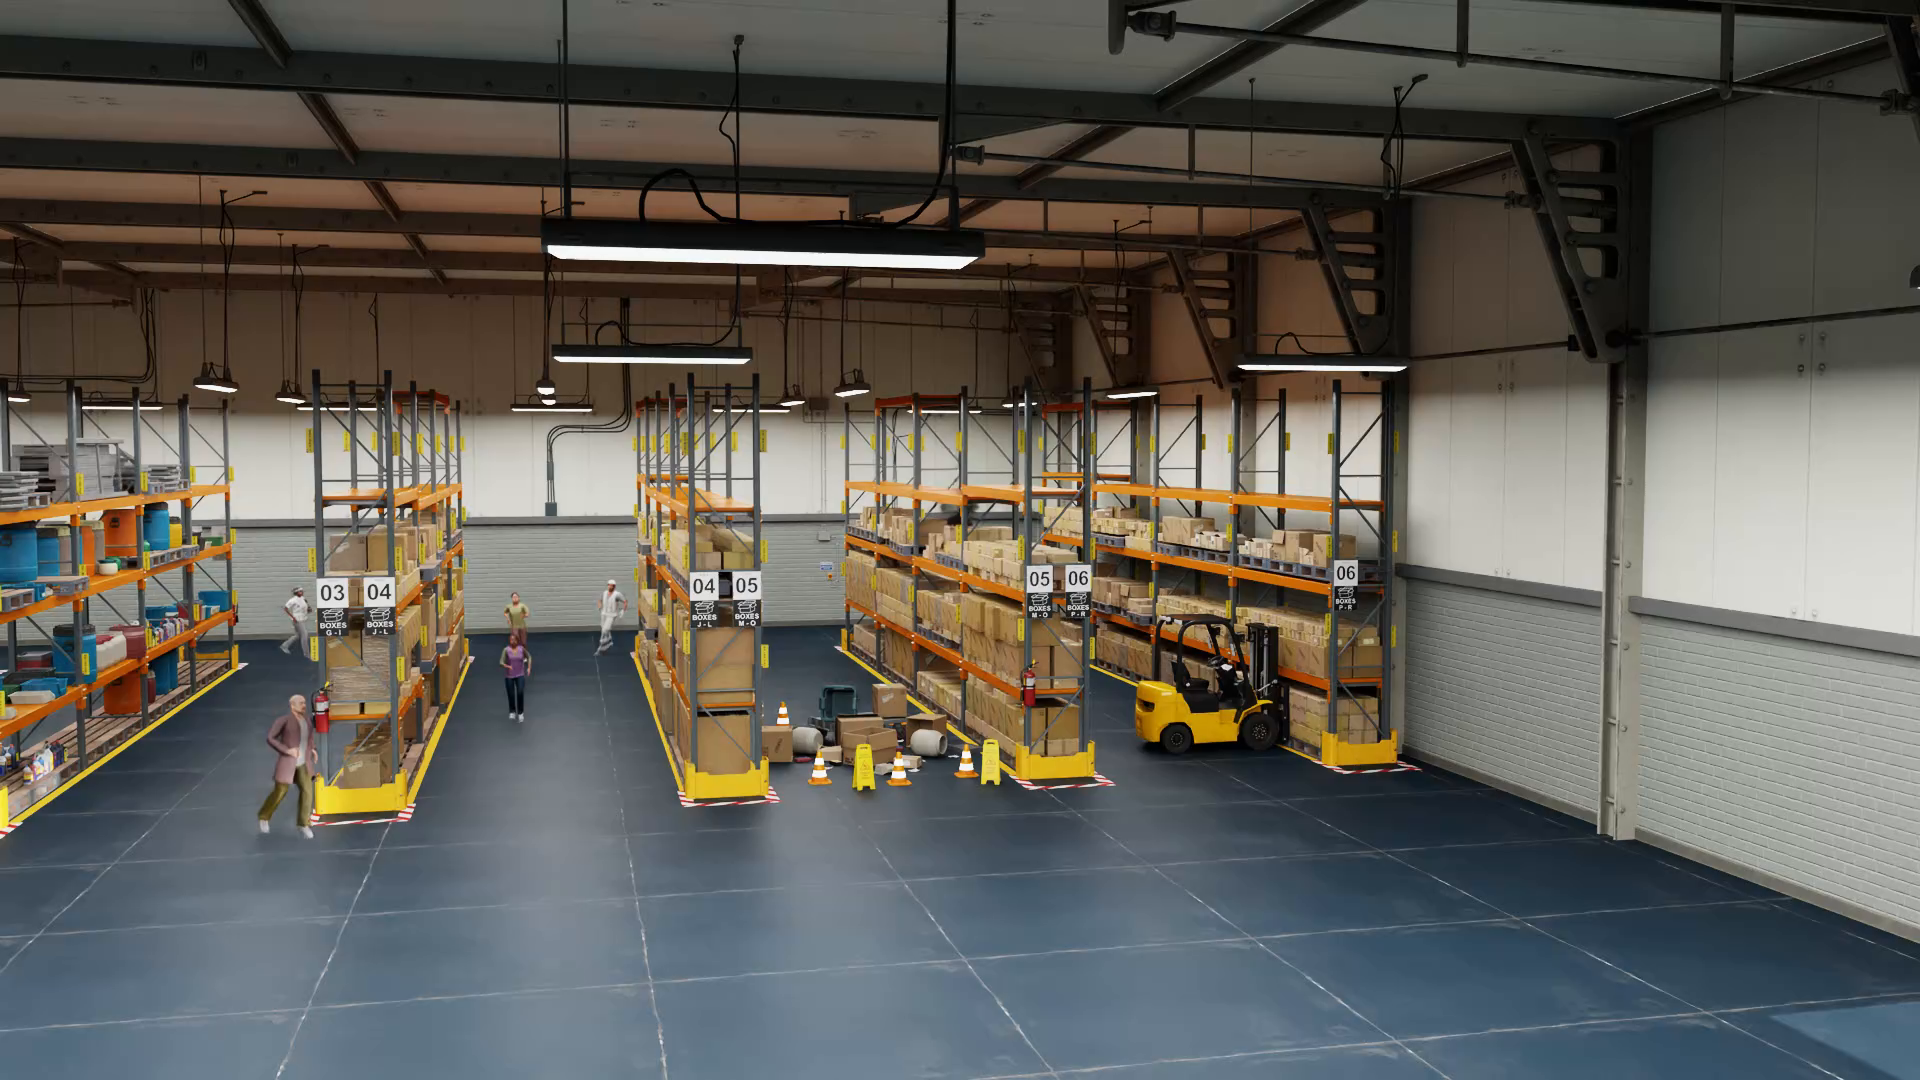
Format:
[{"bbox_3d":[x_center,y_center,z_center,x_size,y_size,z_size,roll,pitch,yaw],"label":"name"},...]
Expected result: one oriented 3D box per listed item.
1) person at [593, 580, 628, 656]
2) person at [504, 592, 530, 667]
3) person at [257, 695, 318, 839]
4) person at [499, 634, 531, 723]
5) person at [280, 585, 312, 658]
[{"bbox_3d":[-8.335,1.832,39.493,0.723,1.793,0.890,2,4,25],"label":"person"},{"bbox_3d":[-9.955,2.021,37.393,0.579,1.704,0.695,-1,3,-17],"label":"person"},{"bbox_3d":[-8.519,2.885,21.342,0.990,1.767,0.765,2,4,34],"label":"person"},{"bbox_3d":[-7.978,2.537,29.858,0.563,1.534,0.680,-1,3,-17],"label":"person"},{"bbox_3d":[-15.517,1.909,38.968,0.869,1.718,0.566,0,3,5],"label":"person"}]
